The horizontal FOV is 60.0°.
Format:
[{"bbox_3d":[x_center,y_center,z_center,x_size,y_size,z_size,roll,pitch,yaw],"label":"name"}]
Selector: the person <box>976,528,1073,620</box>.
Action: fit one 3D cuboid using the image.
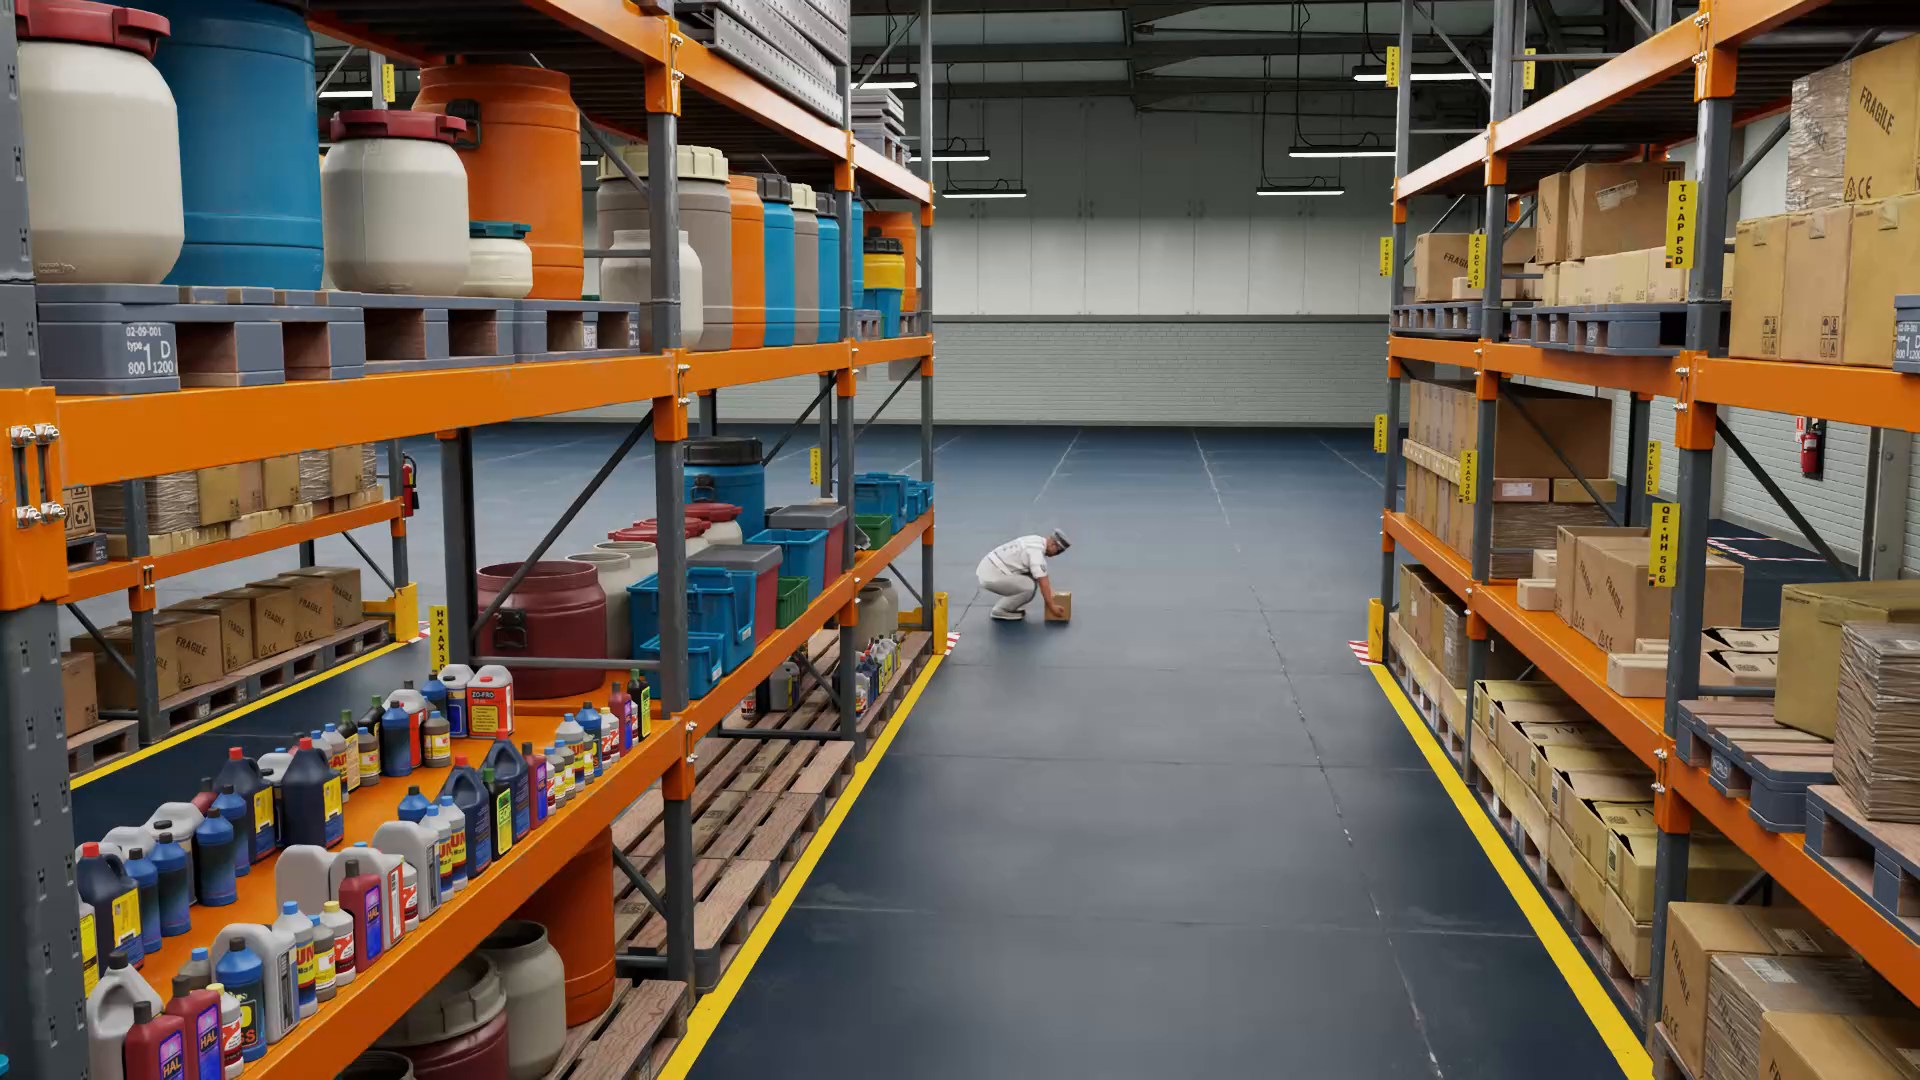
[{"bbox_3d":[0.641,0.331,16.552,0.956,0.900,0.553,1,8,6],"label":"person"}]
